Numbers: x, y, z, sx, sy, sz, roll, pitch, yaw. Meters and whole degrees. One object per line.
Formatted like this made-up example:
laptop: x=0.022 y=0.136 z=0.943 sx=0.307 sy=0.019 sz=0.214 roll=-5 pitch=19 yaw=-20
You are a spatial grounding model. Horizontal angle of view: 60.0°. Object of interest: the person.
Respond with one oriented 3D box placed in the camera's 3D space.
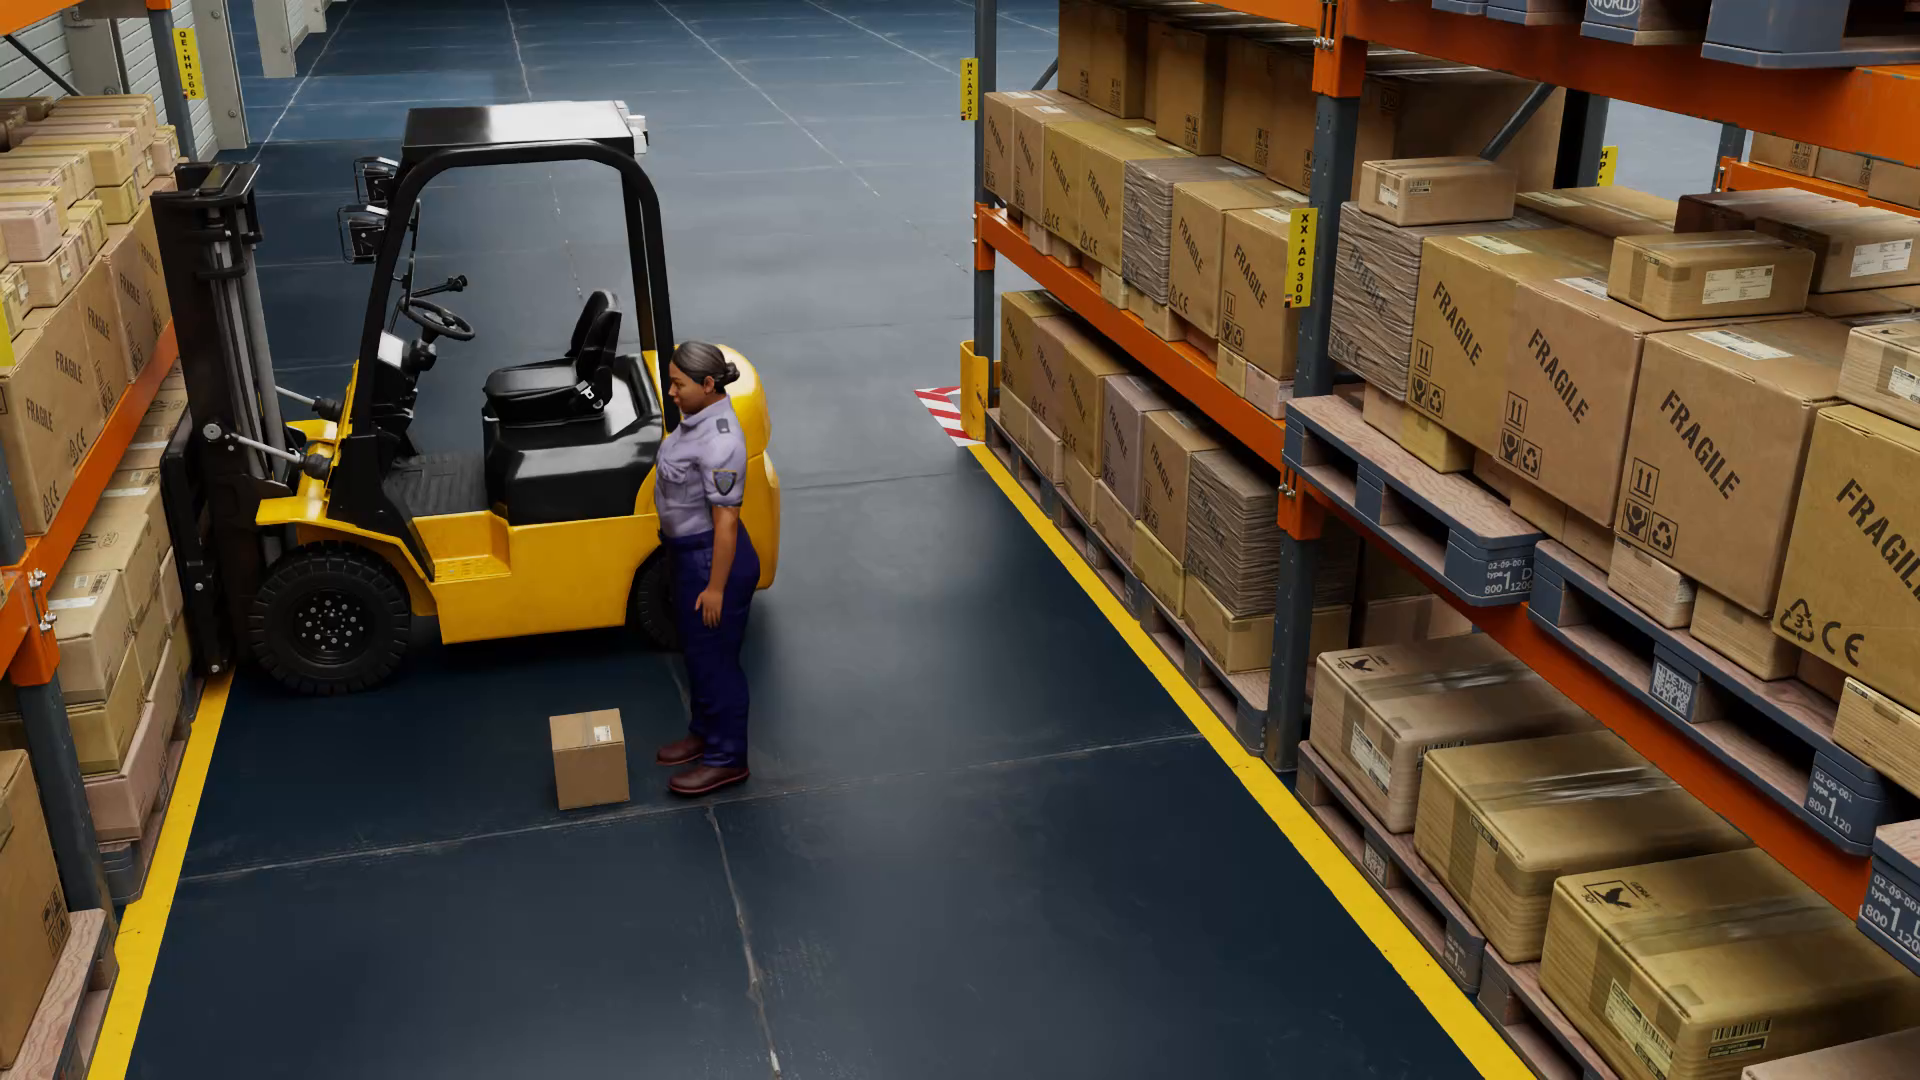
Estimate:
person: x=-0.913 y=0.107 z=5.853 sx=0.400 sy=1.672 sz=0.484 roll=-6 pitch=24 yaw=-14
